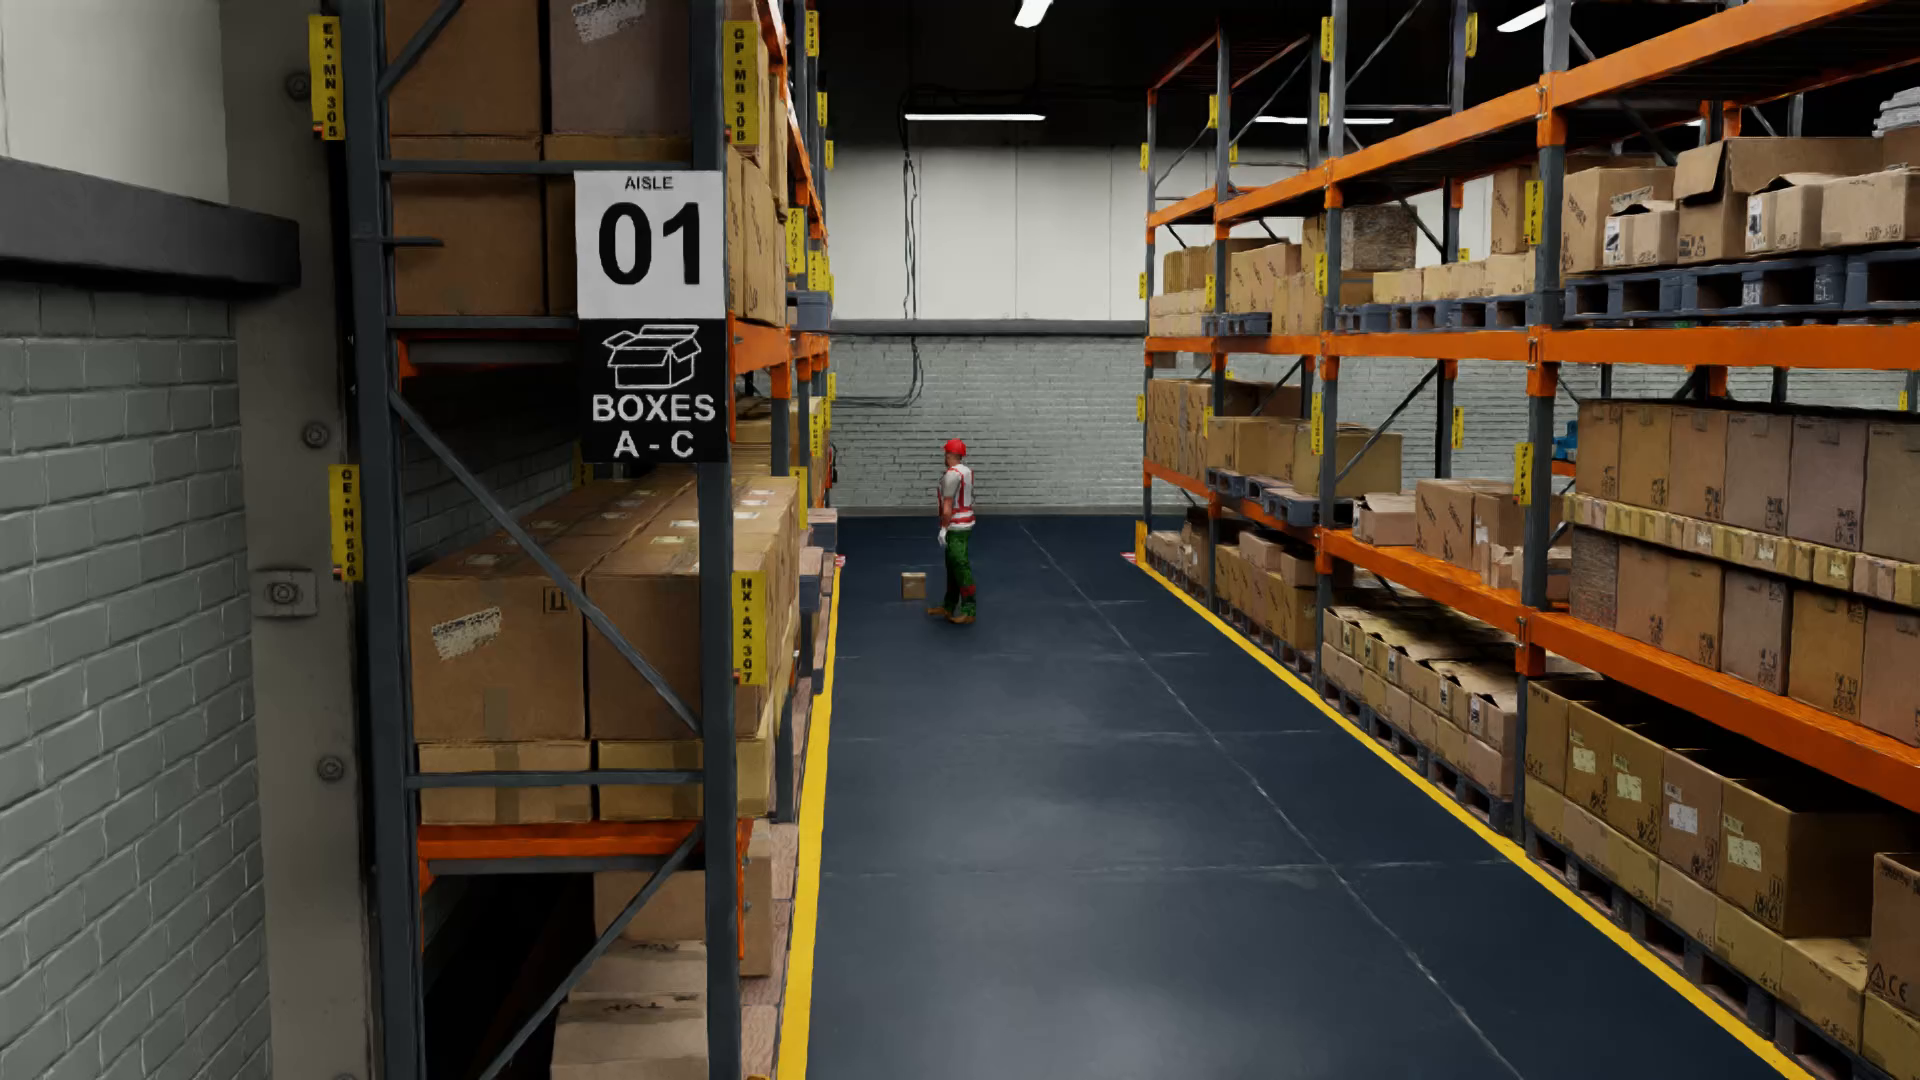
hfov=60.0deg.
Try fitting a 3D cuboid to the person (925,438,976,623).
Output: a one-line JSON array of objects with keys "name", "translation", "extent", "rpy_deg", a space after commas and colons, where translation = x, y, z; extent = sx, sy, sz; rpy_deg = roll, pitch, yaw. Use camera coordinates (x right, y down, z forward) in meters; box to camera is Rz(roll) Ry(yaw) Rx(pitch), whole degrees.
[{"name": "person", "translation": [-0.089, -0.109, 16.356], "extent": [0.586, 1.787, 0.682], "rpy_deg": [2, 7, 14]}]
